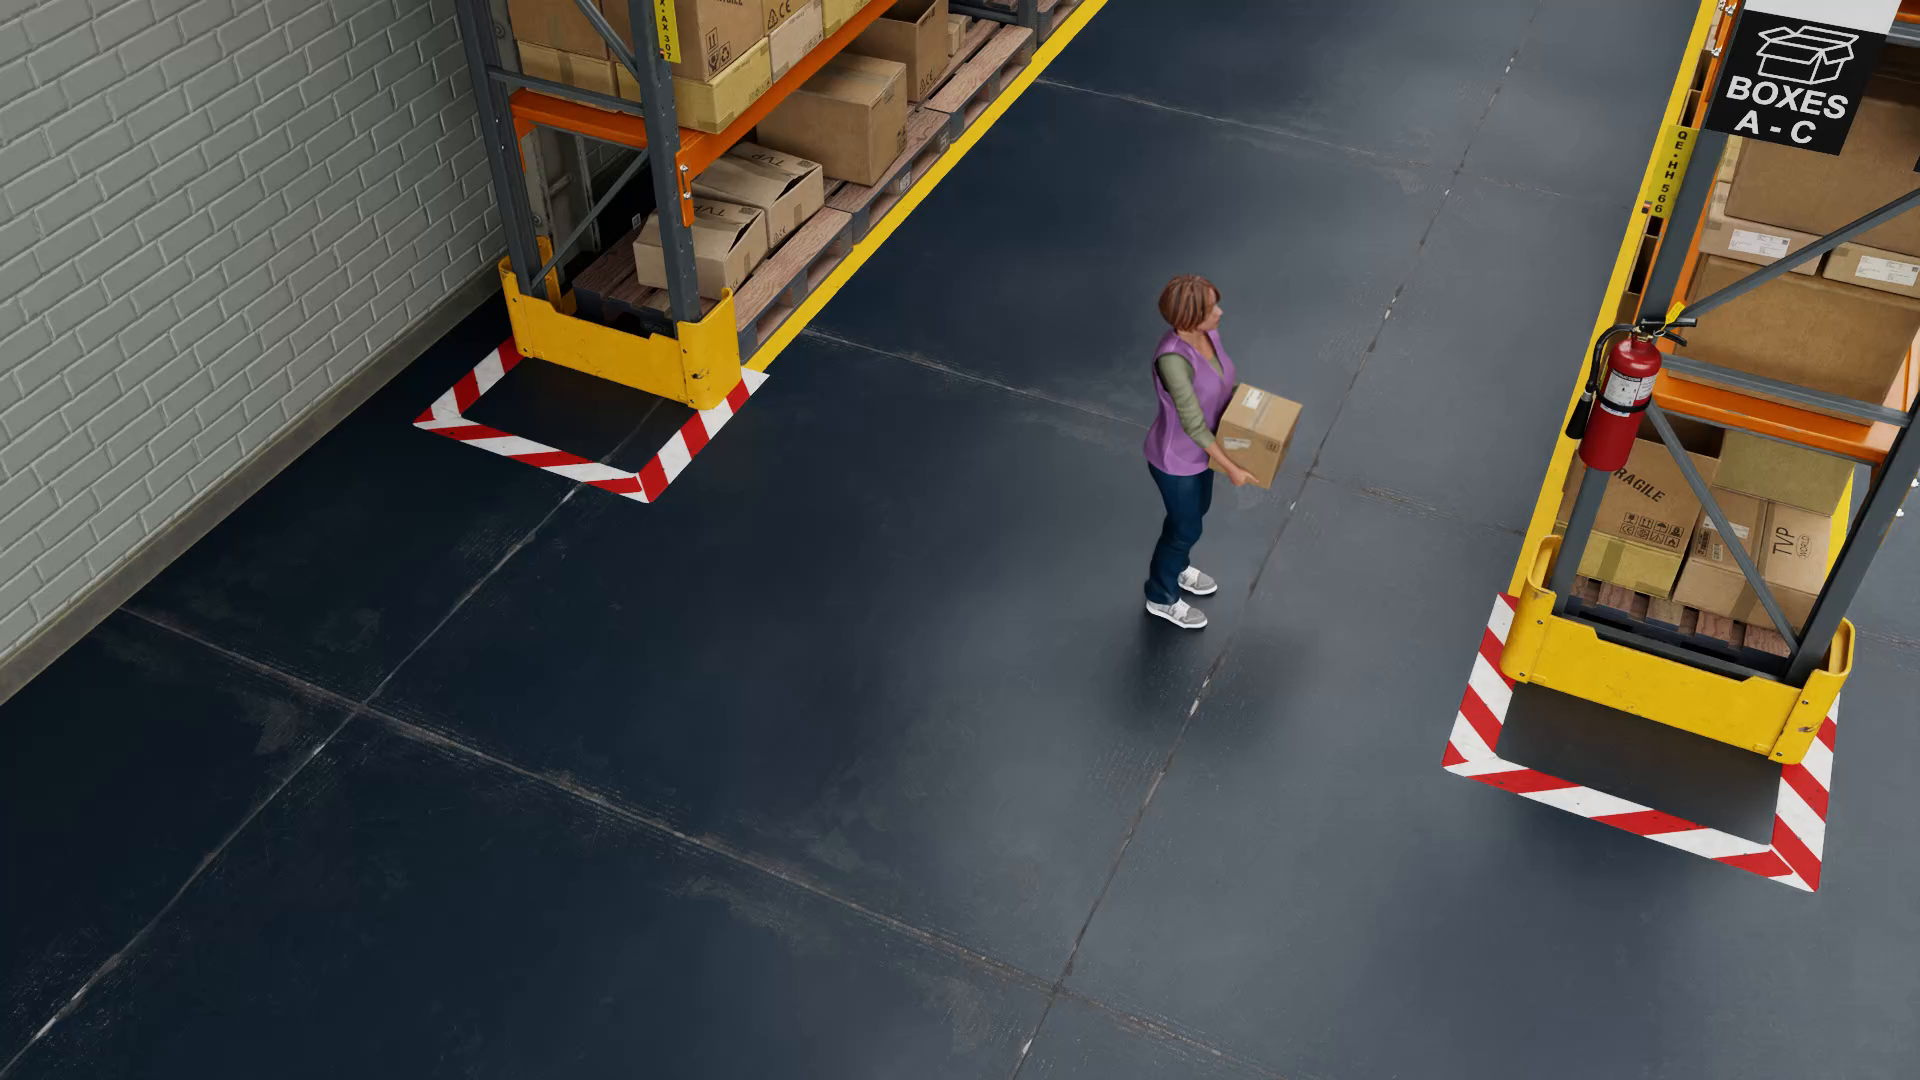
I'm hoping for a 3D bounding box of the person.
[{"bbox_3d":[0.966,-0.322,6.522,0.496,1.588,0.407,18,45,18],"label":"person"}]
